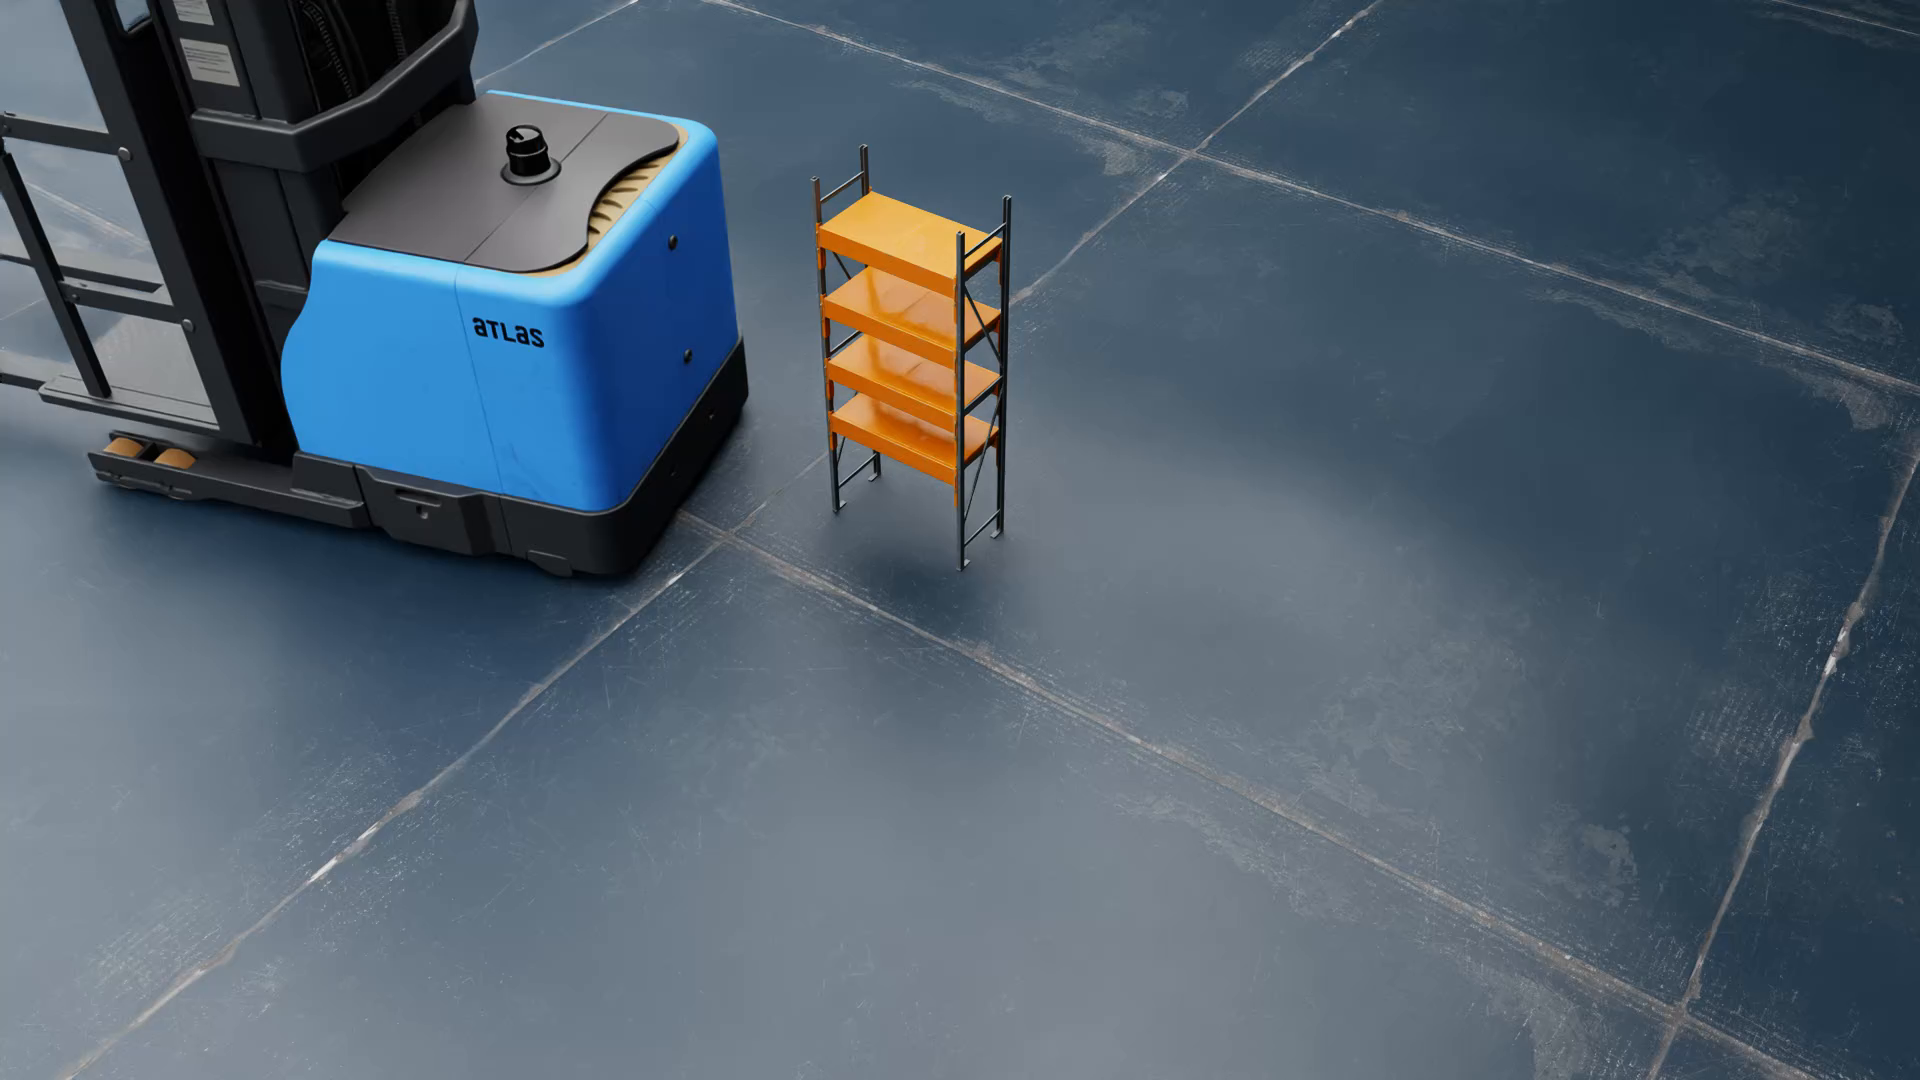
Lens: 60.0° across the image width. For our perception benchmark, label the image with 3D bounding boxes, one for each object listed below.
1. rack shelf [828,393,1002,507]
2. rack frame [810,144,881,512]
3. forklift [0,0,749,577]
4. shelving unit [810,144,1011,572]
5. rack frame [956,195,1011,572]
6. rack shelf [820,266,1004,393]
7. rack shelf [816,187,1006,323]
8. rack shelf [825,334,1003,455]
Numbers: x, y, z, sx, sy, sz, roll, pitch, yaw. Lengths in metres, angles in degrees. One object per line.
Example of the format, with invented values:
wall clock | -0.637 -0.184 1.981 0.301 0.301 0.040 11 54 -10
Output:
rack shelf | -0.136 -0.312 5.098 0.480 0.148 0.258 25 48 25
rack frame | -0.335 -0.604 5.025 0.015 1.200 0.240 25 48 25
forklift | -2.299 -1.545 4.779 3.031 2.935 1.130 12 43 13
shelving unit | -0.136 -0.511 4.921 0.503 1.200 0.258 25 48 25
rack frame | 0.064 -0.417 4.816 0.015 1.200 0.240 25 48 25
rack shelf | -0.136 -0.627 4.816 0.480 0.148 0.258 25 48 25
rack shelf | -0.136 -0.803 4.659 0.480 0.148 0.258 25 48 25
rack shelf | -0.136 -0.460 4.966 0.480 0.148 0.258 25 48 25
